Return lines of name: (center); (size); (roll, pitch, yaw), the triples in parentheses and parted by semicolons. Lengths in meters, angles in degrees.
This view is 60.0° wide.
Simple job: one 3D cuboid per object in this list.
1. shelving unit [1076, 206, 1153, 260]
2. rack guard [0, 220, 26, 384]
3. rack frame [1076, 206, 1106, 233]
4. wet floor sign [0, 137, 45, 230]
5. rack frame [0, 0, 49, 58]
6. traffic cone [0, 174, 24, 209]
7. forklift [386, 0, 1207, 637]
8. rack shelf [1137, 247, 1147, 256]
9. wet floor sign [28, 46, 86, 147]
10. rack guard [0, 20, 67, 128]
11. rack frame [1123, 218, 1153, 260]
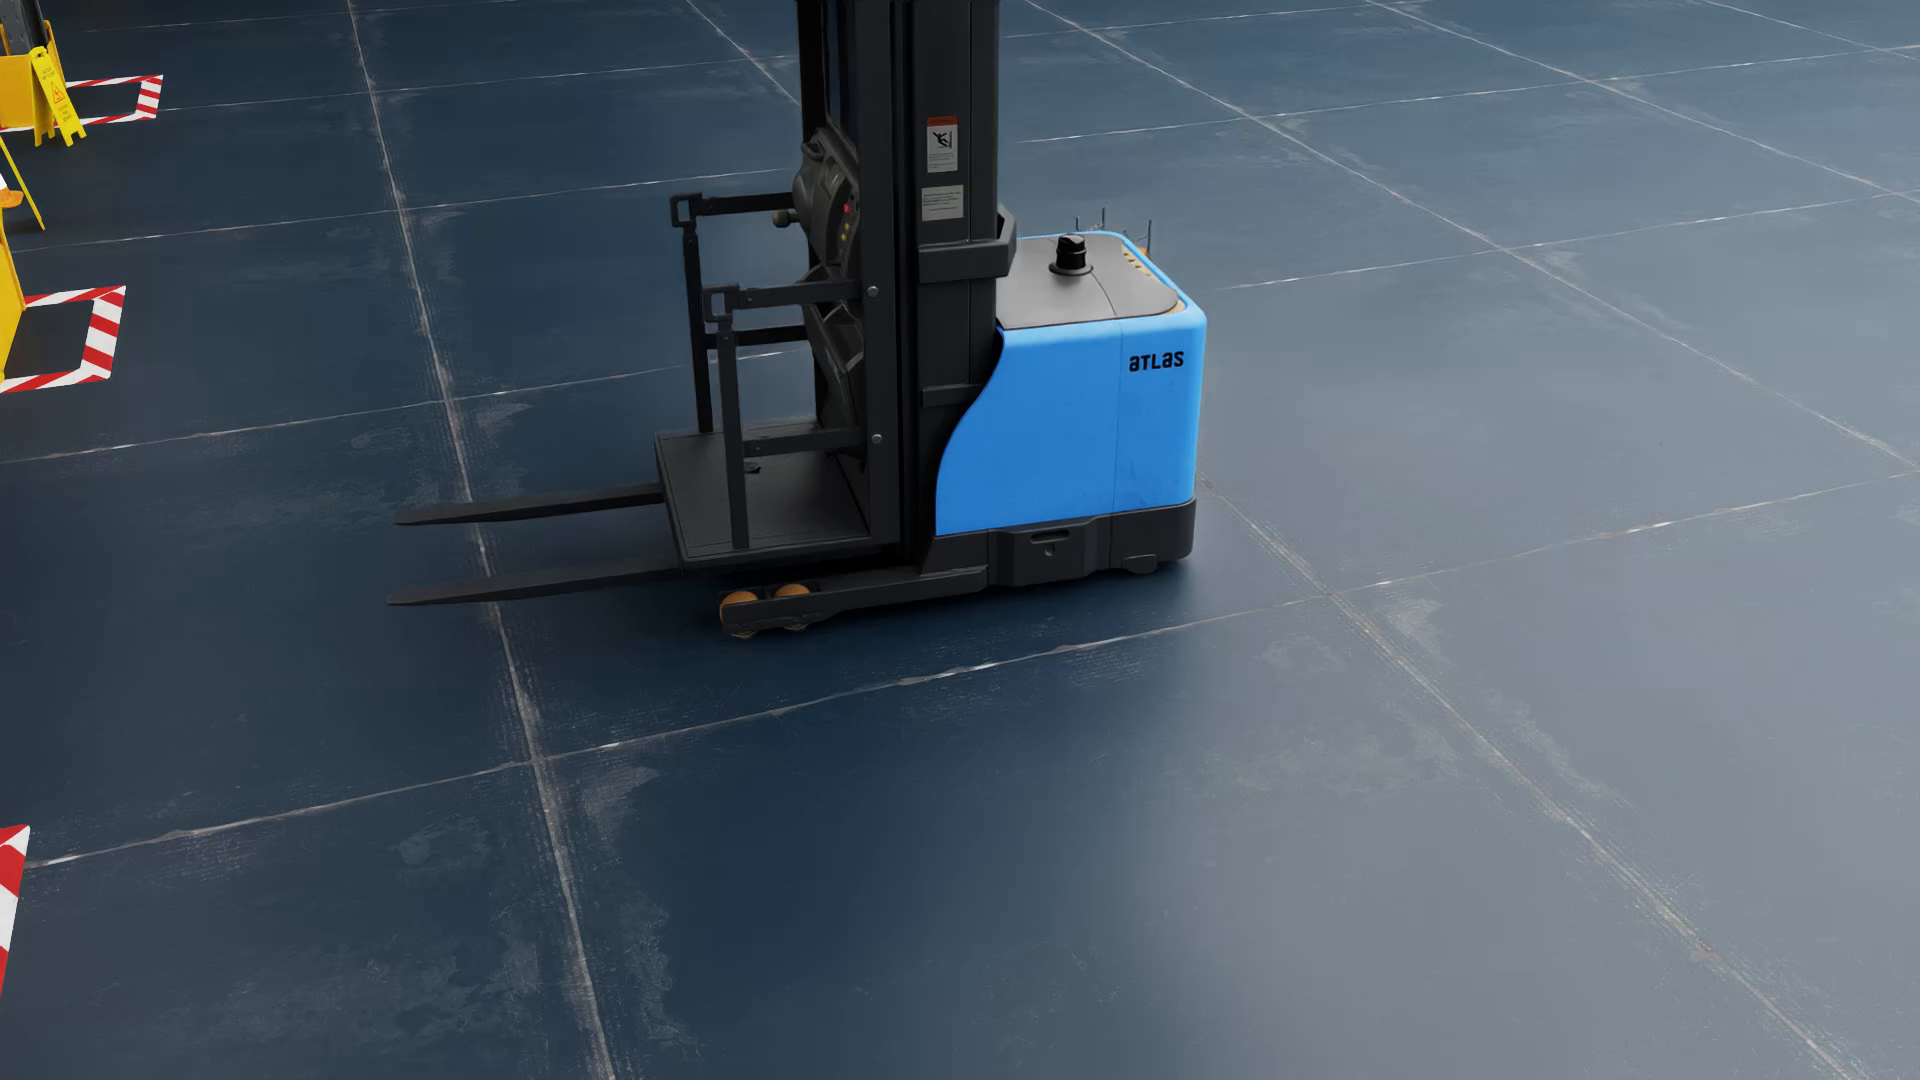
shelving unit: (0.652, -0.900, 7.270); (0.252, 1.050, 0.215); (24, 37, 35)
rack guard: (-5.008, -1.201, 8.353); (0.348, 0.500, 1.175); (-10, 31, -18)
rack frame: (0.560, -0.940, 7.340); (0.008, 1.050, 0.200); (24, 37, 35)
wet floor sign: (-5.694, -2.184, 9.931); (0.232, 0.644, 0.267); (-16, 33, -26)
rack frame: (-6.852, -4.562, 11.728); (0.127, 3.000, 1.000); (-10, 31, -18)
traffic cone: (-6.099, -2.331, 10.374); (0.334, 0.463, 0.336); (-10, 31, -18)
forklift: (-0.657, -1.205, 5.905); (3.031, 2.935, 1.130); (-7, 31, -13)
rack shelf: (0.652, -1.138, 7.135); (0.240, 0.259, 0.215); (24, 37, 35)
wet floor sign: (-6.301, -3.076, 11.497); (0.232, 0.644, 0.267); (0, 30, 0)
rack guard: (-6.923, -3.463, 12.324); (0.348, 0.500, 1.175); (-10, 31, -18)
rack frame: (0.743, -0.861, 7.200); (0.008, 1.050, 0.200); (24, 37, 35)
